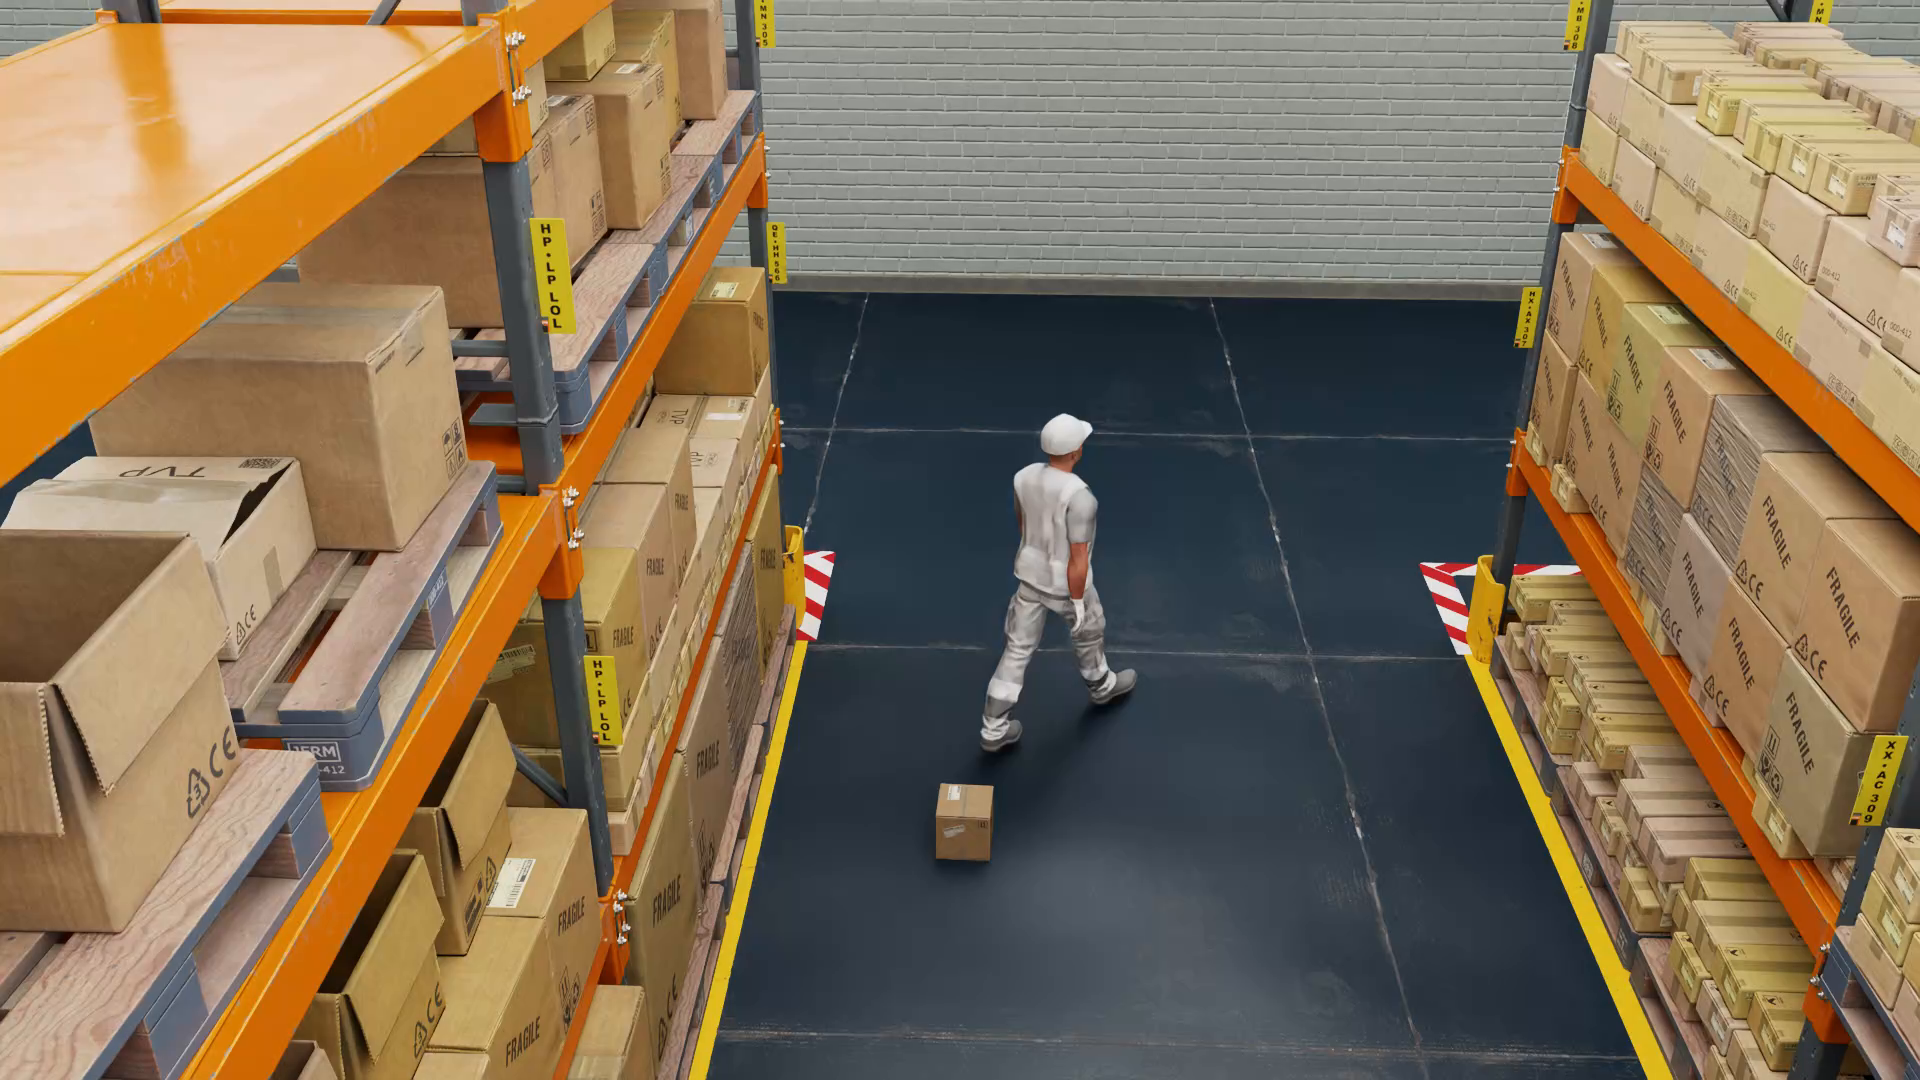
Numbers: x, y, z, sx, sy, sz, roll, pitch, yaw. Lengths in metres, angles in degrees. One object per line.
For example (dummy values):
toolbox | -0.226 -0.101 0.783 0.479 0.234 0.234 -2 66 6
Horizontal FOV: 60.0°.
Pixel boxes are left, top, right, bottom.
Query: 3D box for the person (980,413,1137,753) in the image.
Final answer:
person | 0.504 0.173 8.279 0.567 1.741 1.066 22 35 35
